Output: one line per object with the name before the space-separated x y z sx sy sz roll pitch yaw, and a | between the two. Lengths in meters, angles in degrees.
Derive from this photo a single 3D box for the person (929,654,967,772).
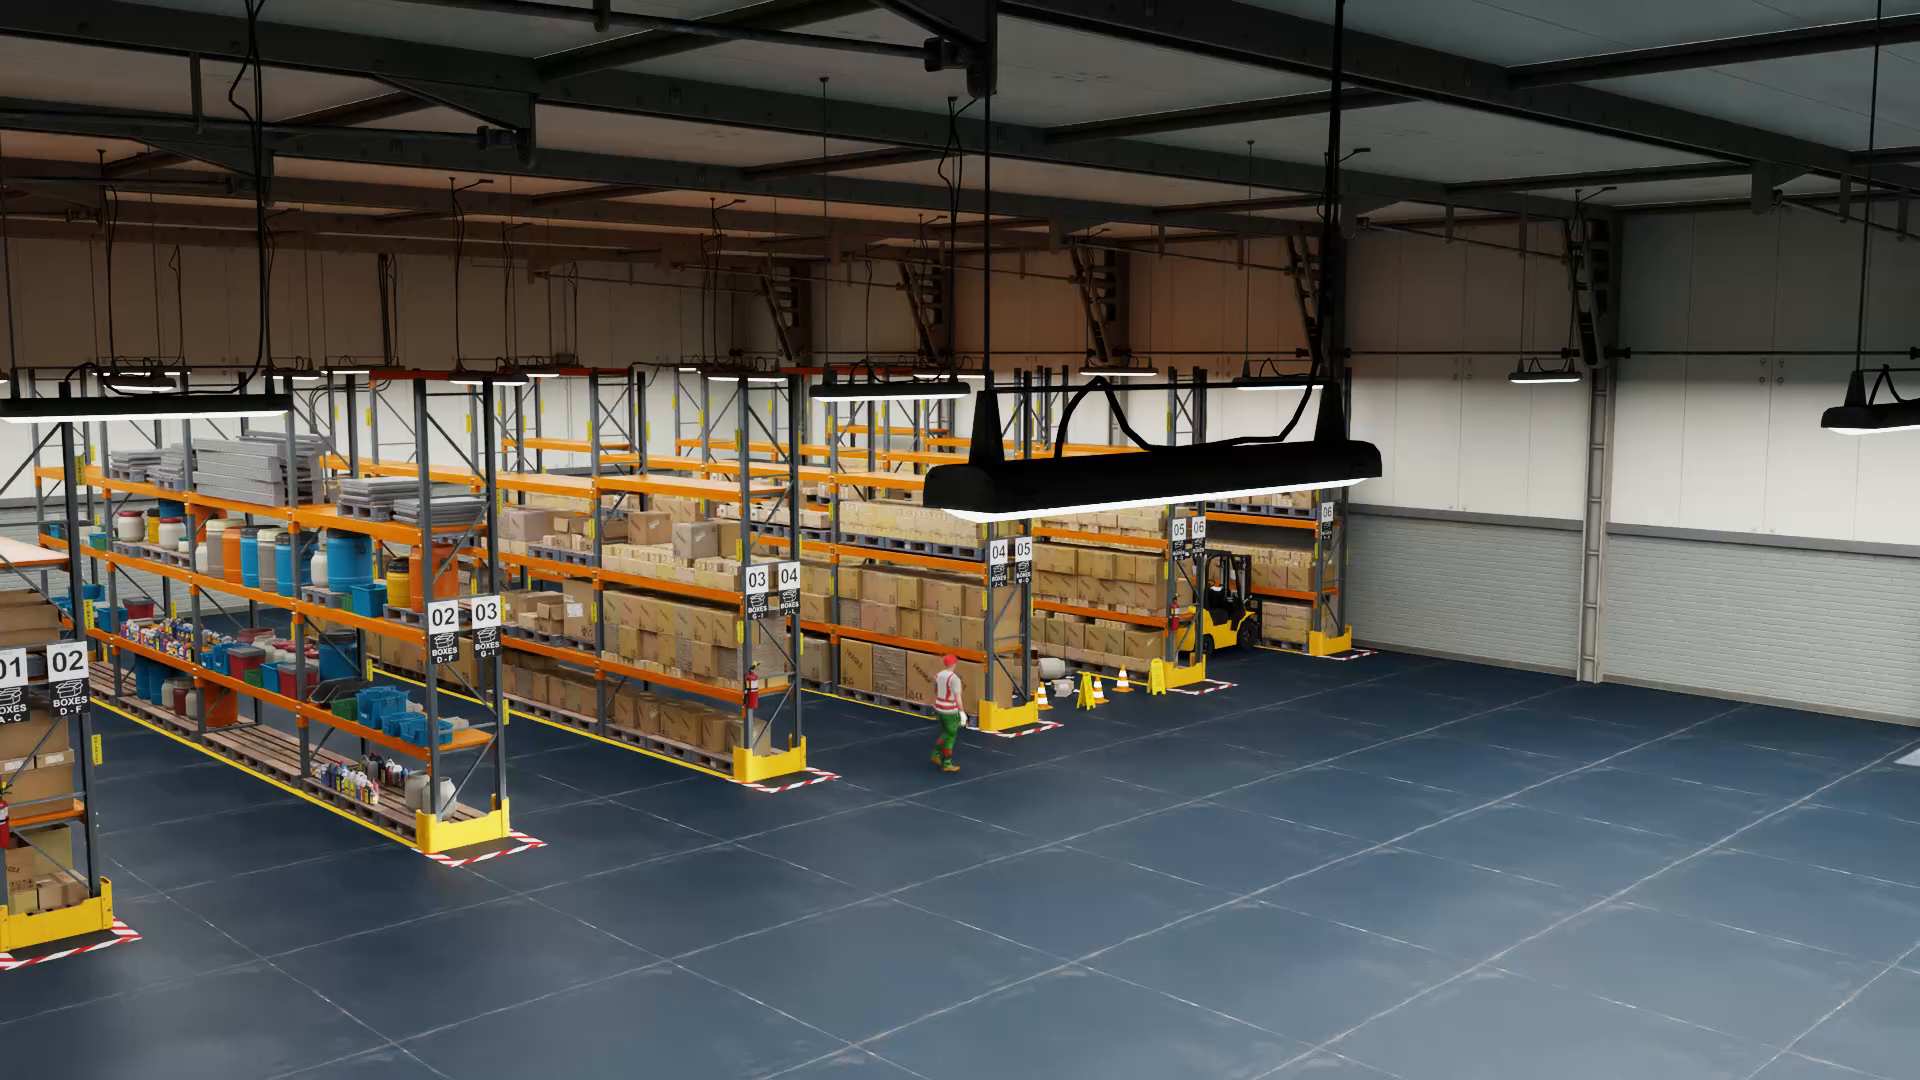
person | -0.159 2.612 25.202 0.406 1.787 0.661 -4 8 -31
